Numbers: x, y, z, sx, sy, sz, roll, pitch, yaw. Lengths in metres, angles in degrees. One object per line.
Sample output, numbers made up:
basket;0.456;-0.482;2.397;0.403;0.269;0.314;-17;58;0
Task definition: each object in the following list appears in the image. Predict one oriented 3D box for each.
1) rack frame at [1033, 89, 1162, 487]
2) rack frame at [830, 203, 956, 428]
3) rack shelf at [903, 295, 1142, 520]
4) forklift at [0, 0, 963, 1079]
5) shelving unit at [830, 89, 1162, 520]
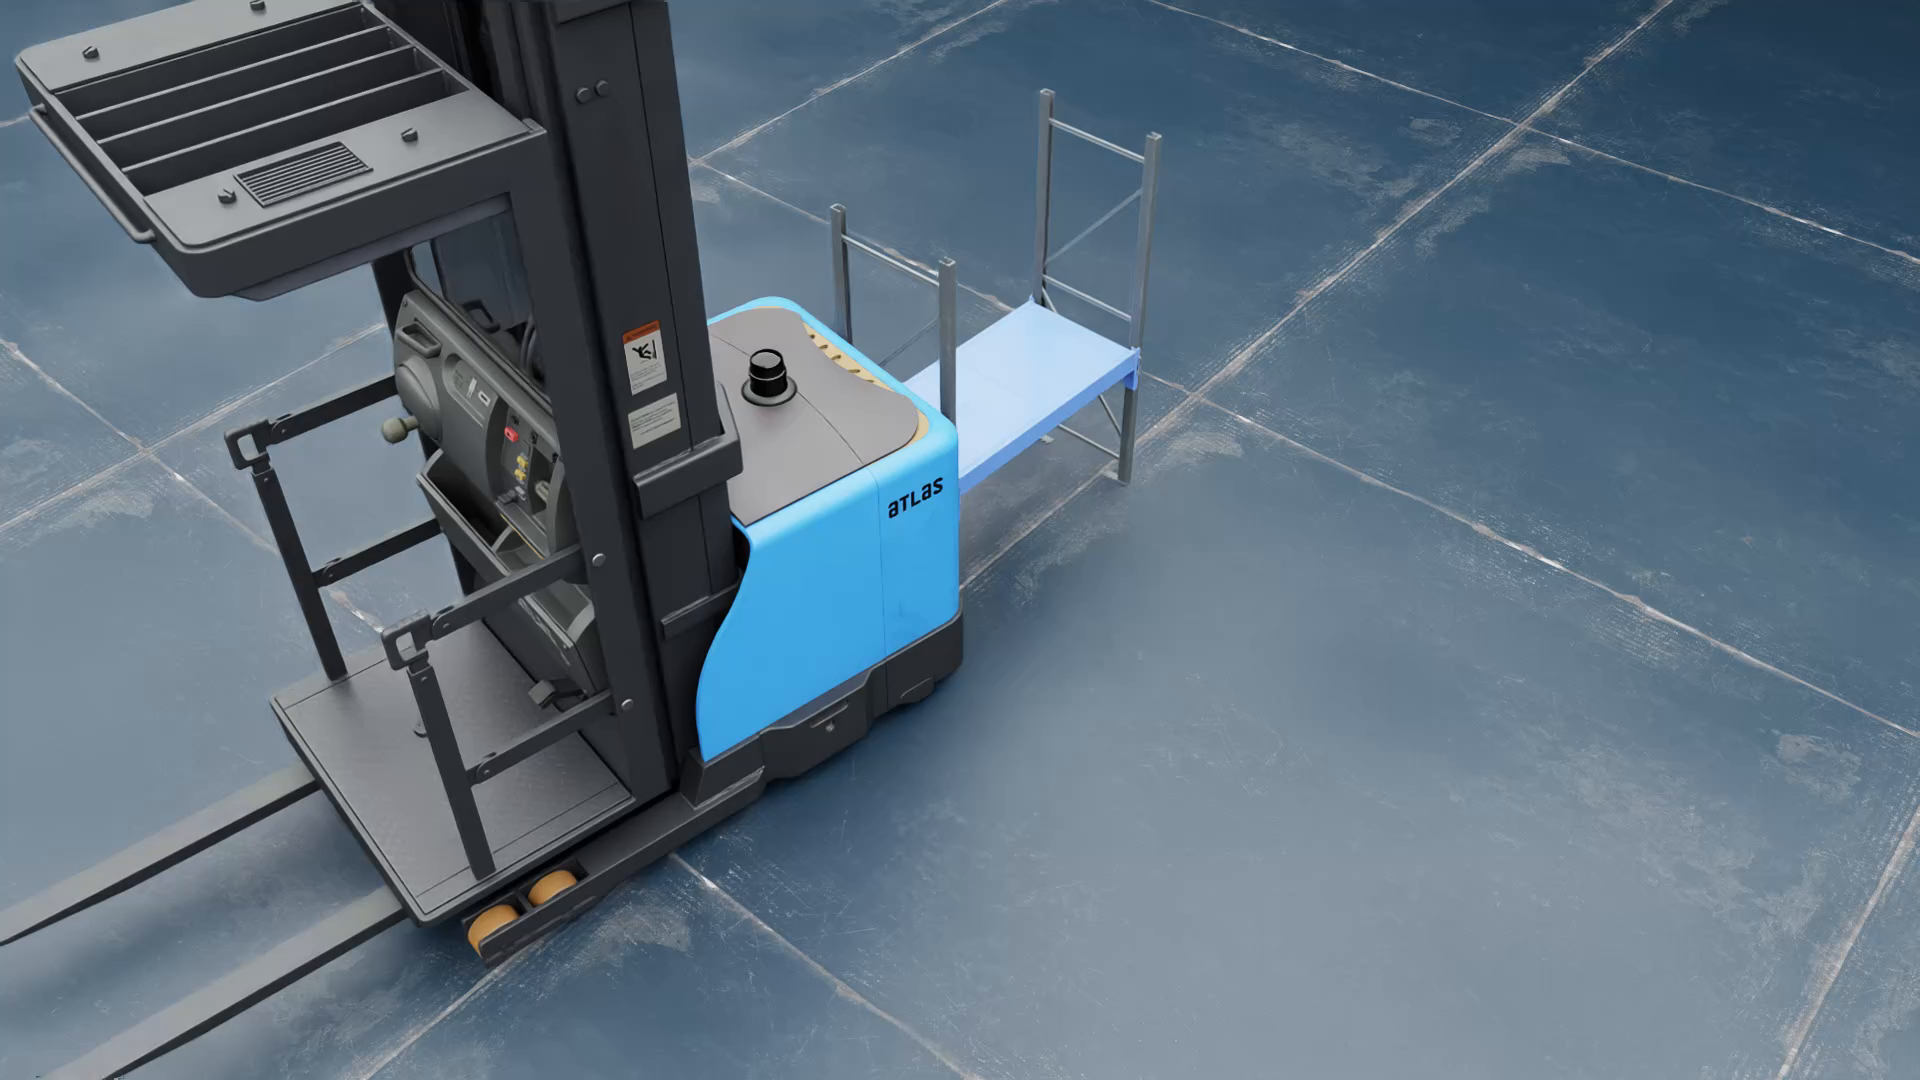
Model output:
rack frame;0.470;-0.883;6.106;0.500;1.500;0.032;31;51;30
rack frame;-0.208;-0.373;5.545;0.500;1.500;0.032;31;51;30
rack shelf;0.131;-0.495;5.947;0.538;0.185;1.000;31;51;30
forklift;-1.449;-0.252;4.348;3.031;2.935;1.130;-29;50;-28
shelving unit;0.131;-0.628;5.826;0.538;1.500;1.048;31;51;30
